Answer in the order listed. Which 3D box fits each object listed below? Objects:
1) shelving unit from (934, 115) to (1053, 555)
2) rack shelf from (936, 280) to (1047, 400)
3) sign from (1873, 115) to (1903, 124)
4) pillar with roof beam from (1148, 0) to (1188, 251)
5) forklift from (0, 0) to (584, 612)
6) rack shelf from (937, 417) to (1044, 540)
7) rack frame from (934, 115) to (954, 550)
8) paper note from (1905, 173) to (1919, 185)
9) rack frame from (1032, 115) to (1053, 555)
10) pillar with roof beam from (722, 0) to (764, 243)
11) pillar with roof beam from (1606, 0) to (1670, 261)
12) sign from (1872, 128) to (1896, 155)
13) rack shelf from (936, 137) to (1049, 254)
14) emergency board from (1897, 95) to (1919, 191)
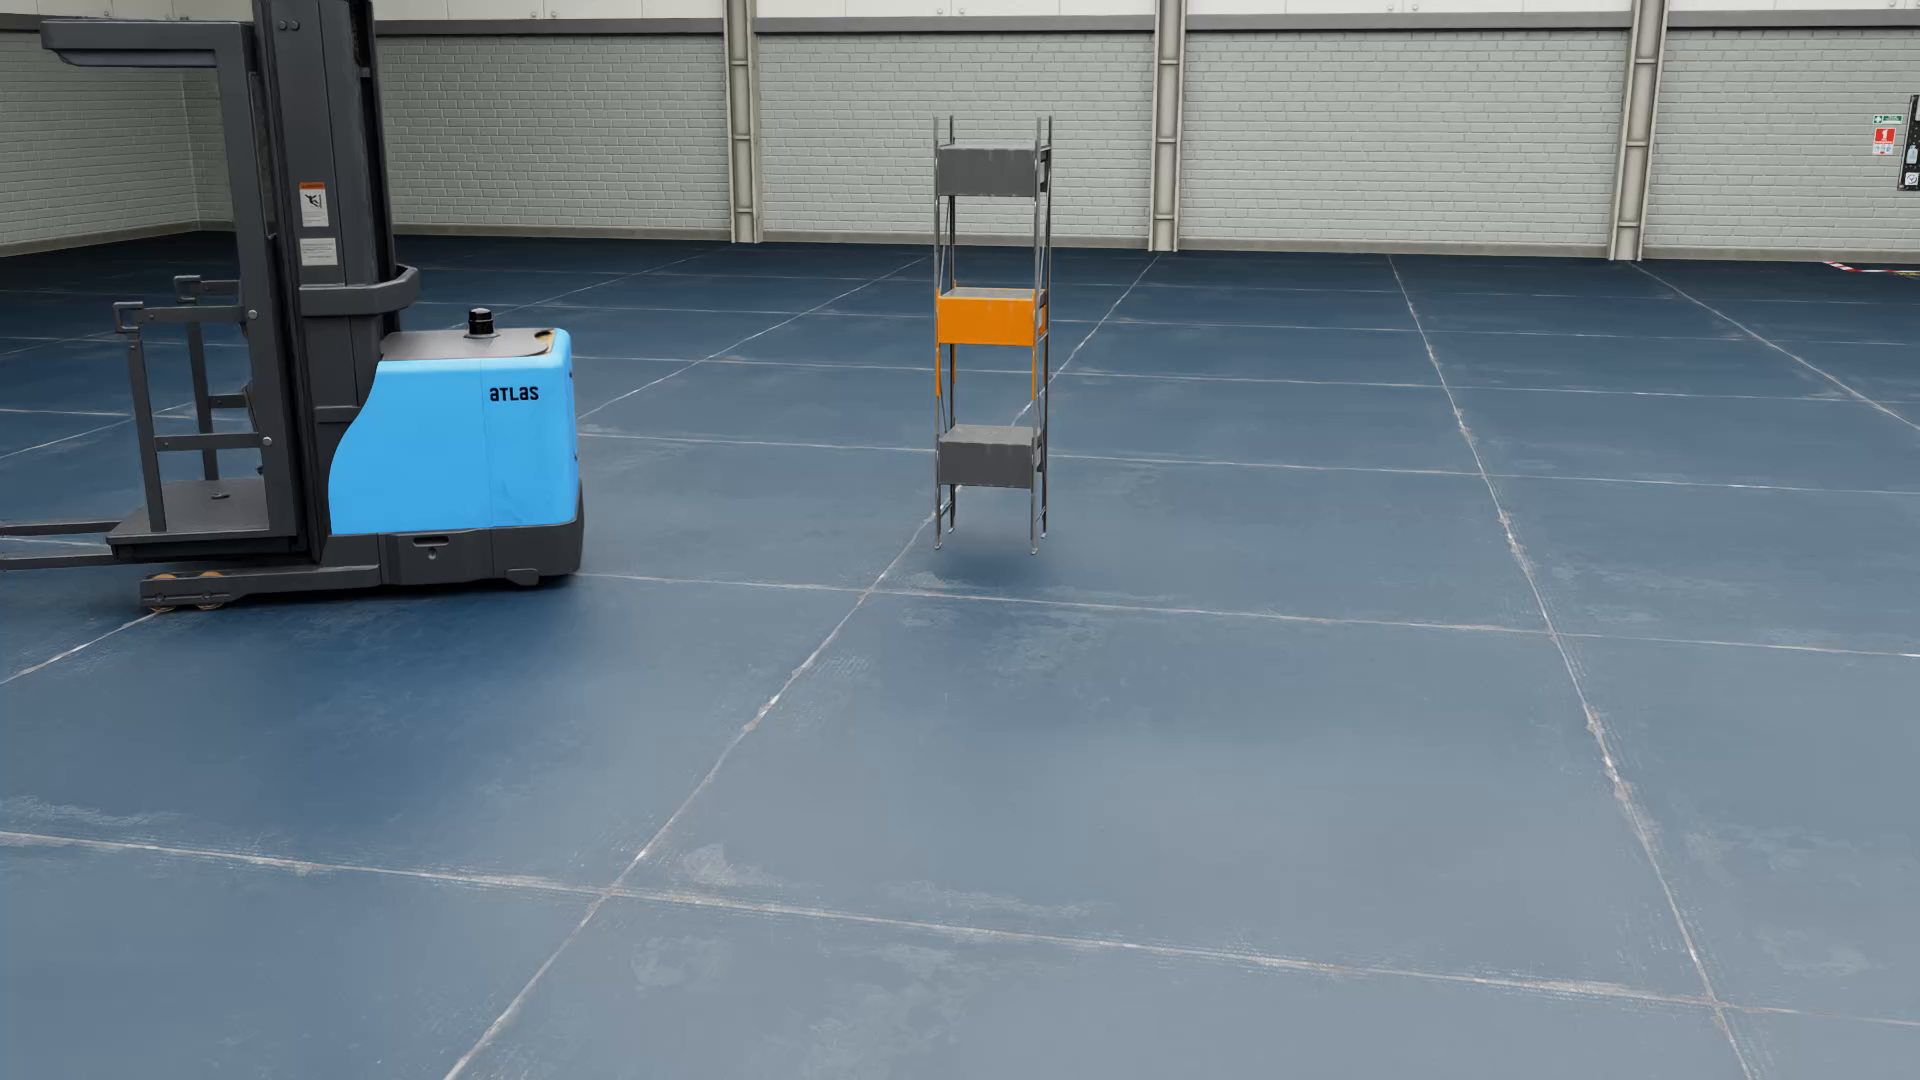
[{"bbox_3d":[0.162,-1.003,8.180,0.503,2.100,0.431,3,16,11],"label":"shelving unit"},{"bbox_3d":[0.162,-0.990,8.184,0.480,0.518,0.431,3,16,11],"label":"rack shelf"},{"bbox_3d":[11.632,-5.273,20.848,0.331,0.109,0.001,3,16,11],"label":"sign"},{"bbox_3d":[1.948,-7.208,17.656,0.400,9.000,9.100,3,16,11],"label":"pillar with roof beam"},{"bbox_3d":[-3.340,-1.246,7.501,3.031,2.935,1.130,-3,16,-11],"label":"forklift"},{"bbox_3d":[0.162,-0.315,8.370,0.480,0.518,0.431,3,16,11],"label":"rack shelf"},{"bbox_3d":[-0.077,-1.016,8.227,0.015,2.100,0.400,3,16,11],"label":"rack frame"},{"bbox_3d":[11.991,-4.549,20.946,0.142,0.148,0.016,3,16,11],"label":"paper note"},{"bbox_3d":[0.401,-0.990,8.133,0.015,2.100,0.400,3,16,11],"label":"rack frame"},{"bbox_3d":[-3.932,-7.527,18.809,0.400,9.000,9.100,3,16,11],"label":"pillar with roof beam"},{"bbox_3d":[7.827,-6.889,16.504,0.400,9.000,9.100,3,16,11],"label":"pillar with roof beam"},{"bbox_3d":[11.630,-5.020,20.928,0.234,0.329,0.001,3,16,11],"label":"sign"},{"bbox_3d":[0.162,-1.665,7.997,0.480,0.518,0.431,3,16,11],"label":"rack shelf"},{"bbox_3d":[12.146,-4.951,20.748,0.626,1.169,0.157,3,16,11],"label":"emergency board"}]
